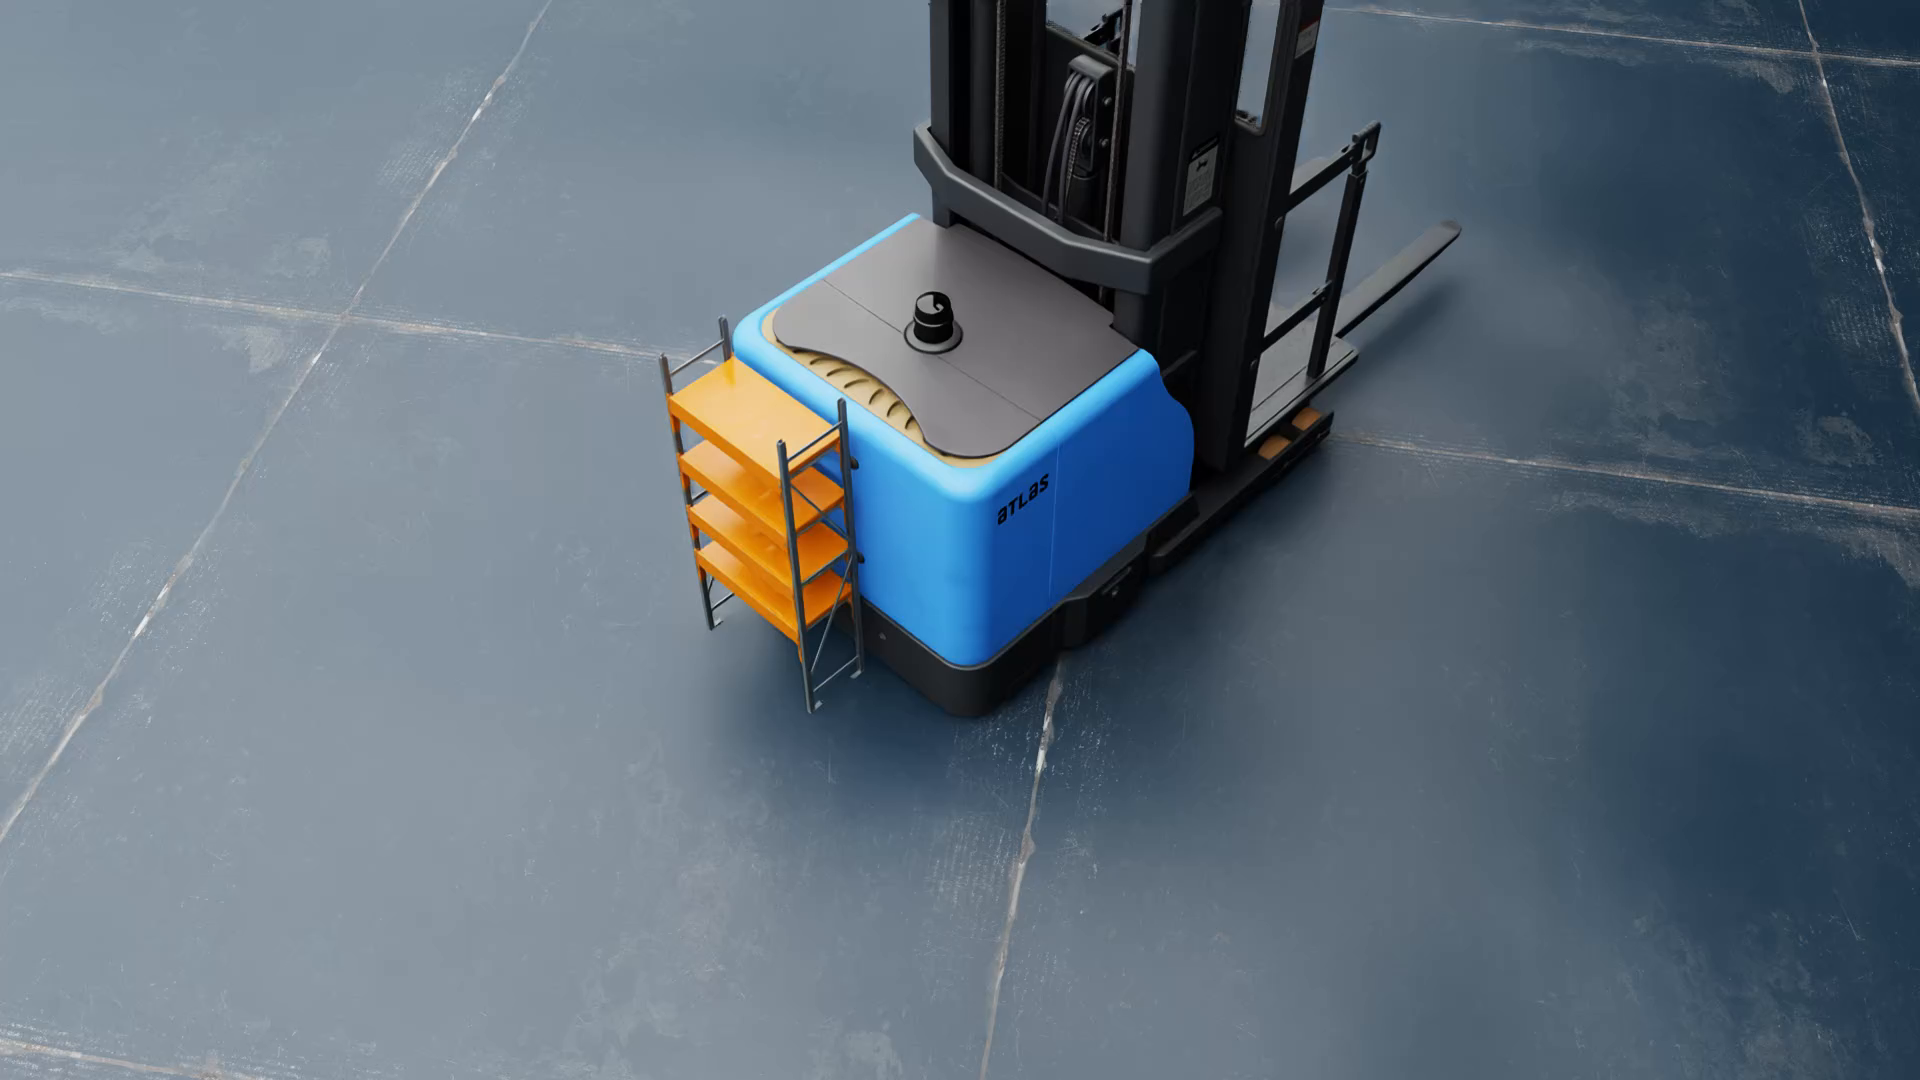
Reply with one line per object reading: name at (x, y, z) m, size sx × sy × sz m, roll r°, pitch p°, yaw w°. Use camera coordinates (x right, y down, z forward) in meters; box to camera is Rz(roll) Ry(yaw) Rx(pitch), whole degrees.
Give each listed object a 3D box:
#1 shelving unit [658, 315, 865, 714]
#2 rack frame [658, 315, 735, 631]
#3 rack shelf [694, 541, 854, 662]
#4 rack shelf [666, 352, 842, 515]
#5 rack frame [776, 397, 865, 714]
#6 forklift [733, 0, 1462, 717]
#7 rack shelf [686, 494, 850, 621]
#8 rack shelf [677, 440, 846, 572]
shelving unit at (-0.571, -0.043, 4.982) m, size 0.503 × 1.200 × 0.258 m, roll 36°, pitch 57°, yaw 28°
rack frame at (-0.747, -0.169, 5.095) m, size 0.015 × 1.200 × 0.240 m, roll 36°, pitch 57°, yaw 28°
rack shelf at (-0.570, 0.134, 5.180) m, size 0.480 × 0.148 × 0.258 m, roll 36°, pitch 57°, yaw 28°
rack shelf at (-0.571, -0.306, 4.689) m, size 0.480 × 0.148 × 0.258 m, roll 36°, pitch 57°, yaw 28°
rack frame at (-0.395, 0.082, 4.869) m, size 0.015 × 1.200 × 0.240 m, roll 36°, pitch 57°, yaw 28°
forklift at (0.697, -1.432, 5.066) m, size 1.130 × 2.935 × 3.031 m, roll 36°, pitch 57°, yaw 28°
rack shelf at (-0.571, 0.002, 5.032) m, size 0.480 × 0.148 × 0.258 m, roll 36°, pitch 57°, yaw 28°
rack shelf at (-0.571, -0.148, 4.865) m, size 0.480 × 0.148 × 0.258 m, roll 36°, pitch 57°, yaw 28°
